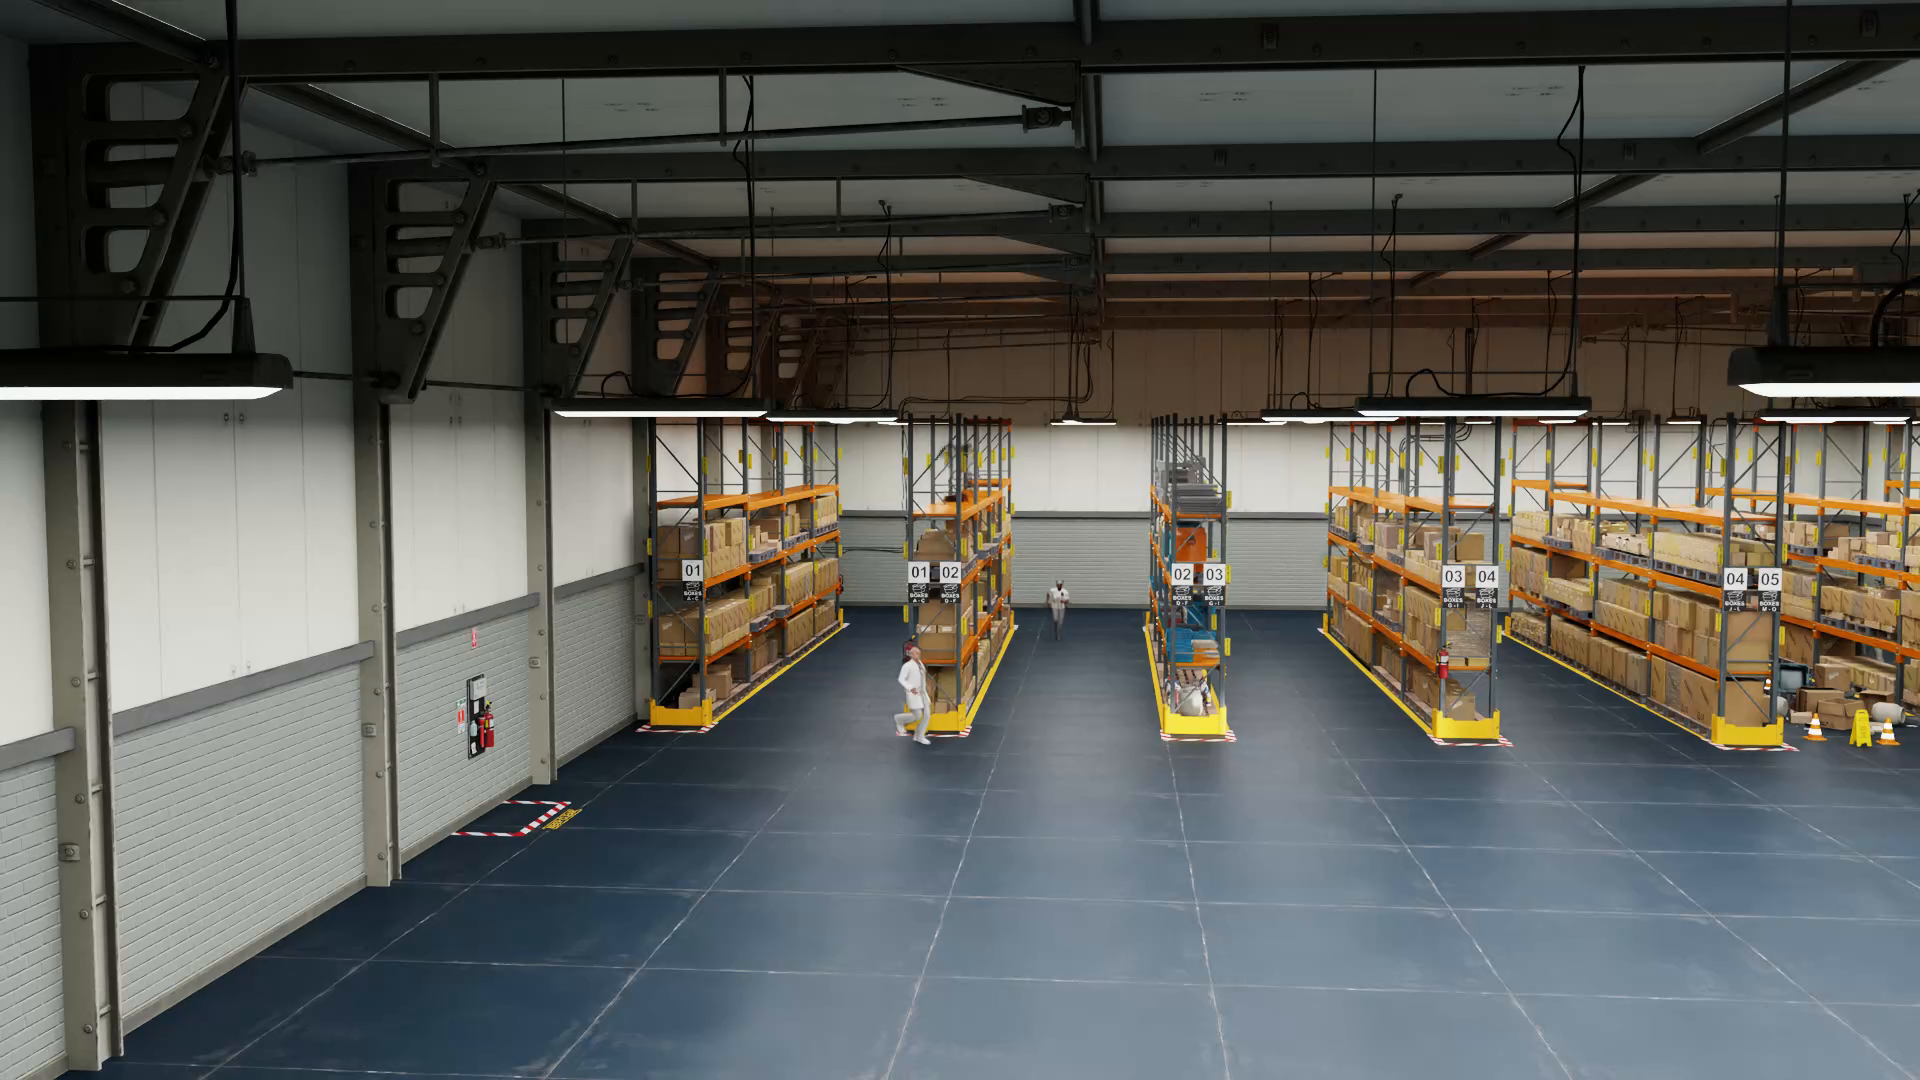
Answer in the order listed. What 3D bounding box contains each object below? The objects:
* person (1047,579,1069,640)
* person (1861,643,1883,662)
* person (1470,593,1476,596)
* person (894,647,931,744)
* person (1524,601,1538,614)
[{"bbox_3d":[2.636,1.865,44.777,0.605,1.656,0.772,0,4,4],"label":"person"},{"bbox_3d":[21.621,2.209,39.436,0.652,1.782,0.955,0,4,4],"label":"person"},{"bbox_3d":[13.290,2.036,43.156,0.556,1.607,0.795,0,4,7],"label":"person"},{"bbox_3d":[-0.846,2.826,30.347,0.773,1.750,0.728,3,5,36],"label":"person"},{"bbox_3d":[16.488,1.701,47.812,0.561,1.609,0.560,-2,4,-31],"label":"person"}]
